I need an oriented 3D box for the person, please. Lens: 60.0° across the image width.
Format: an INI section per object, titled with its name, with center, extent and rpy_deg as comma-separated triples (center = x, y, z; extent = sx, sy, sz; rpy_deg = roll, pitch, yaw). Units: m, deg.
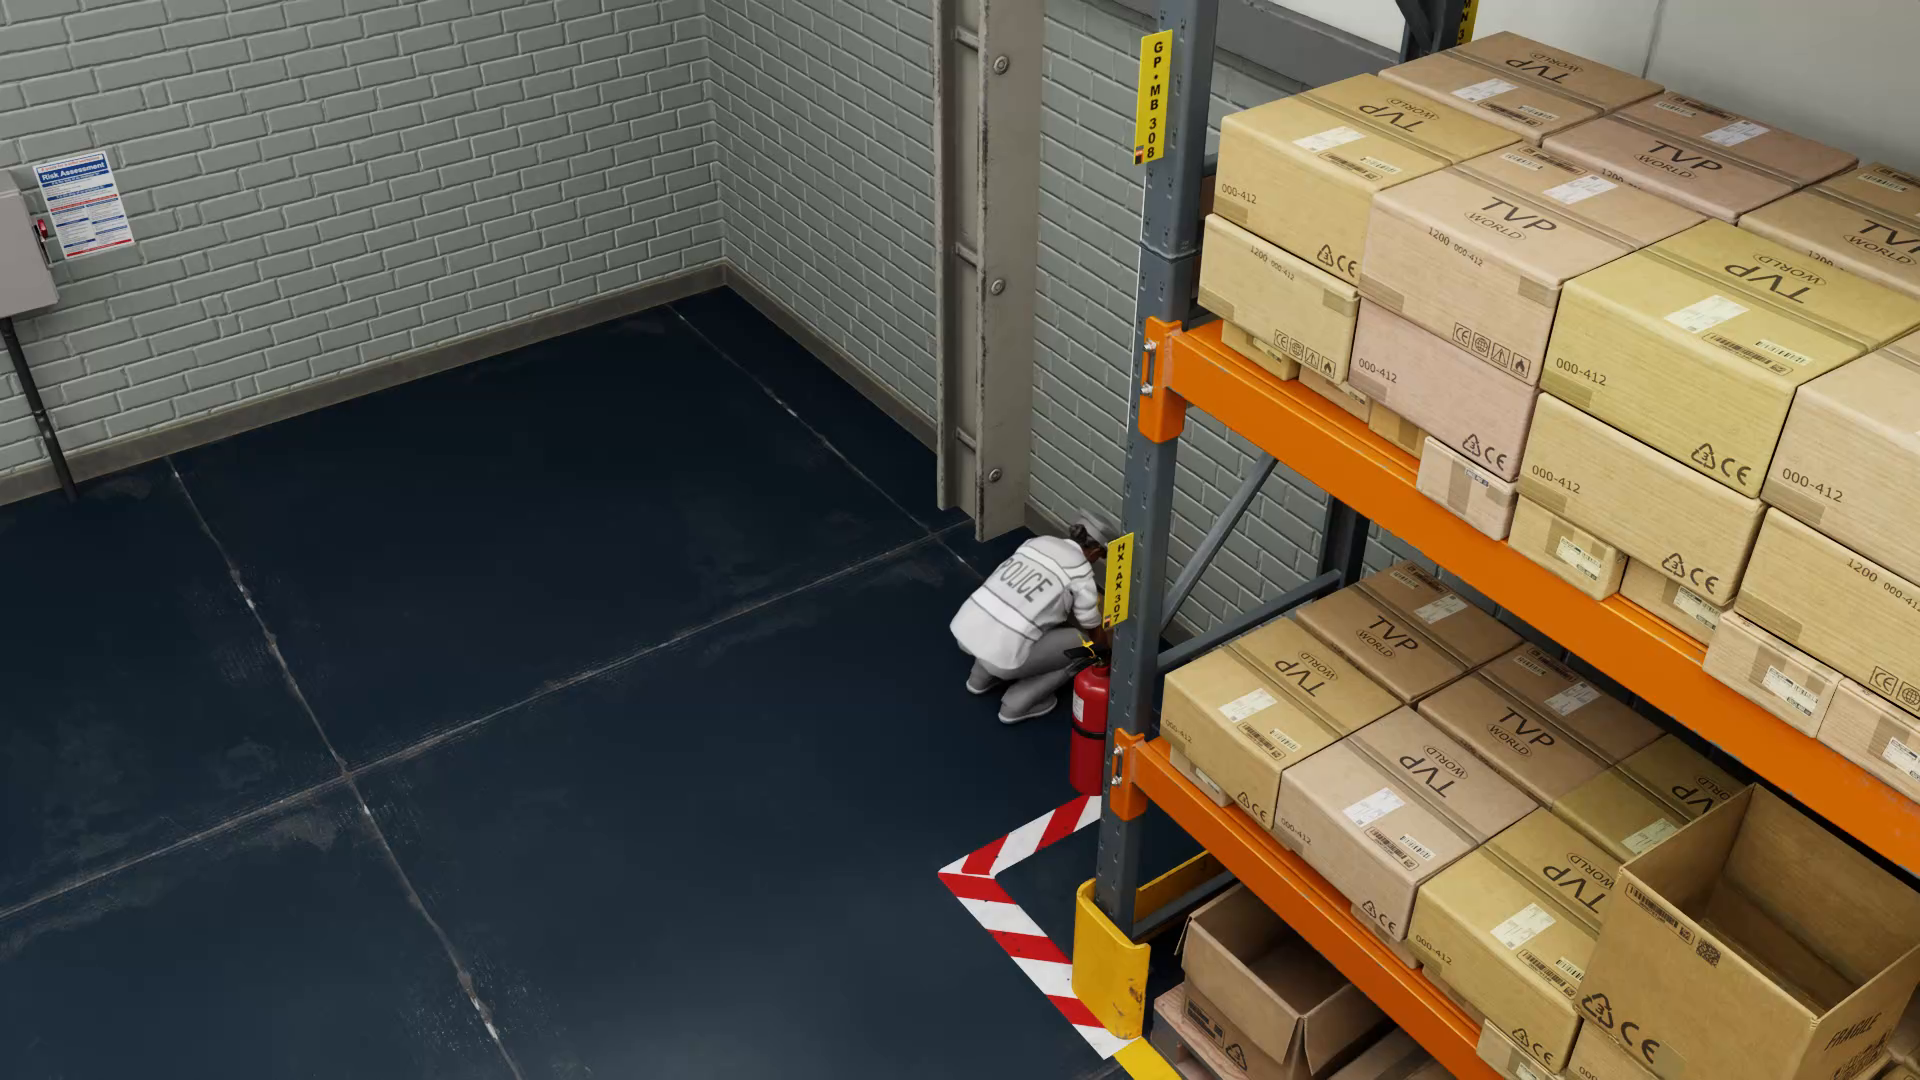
[person]
center = 0.368, 0.350, 7.328
extent = 0.896, 0.846, 0.475
rpy_deg = -23, 43, -28
